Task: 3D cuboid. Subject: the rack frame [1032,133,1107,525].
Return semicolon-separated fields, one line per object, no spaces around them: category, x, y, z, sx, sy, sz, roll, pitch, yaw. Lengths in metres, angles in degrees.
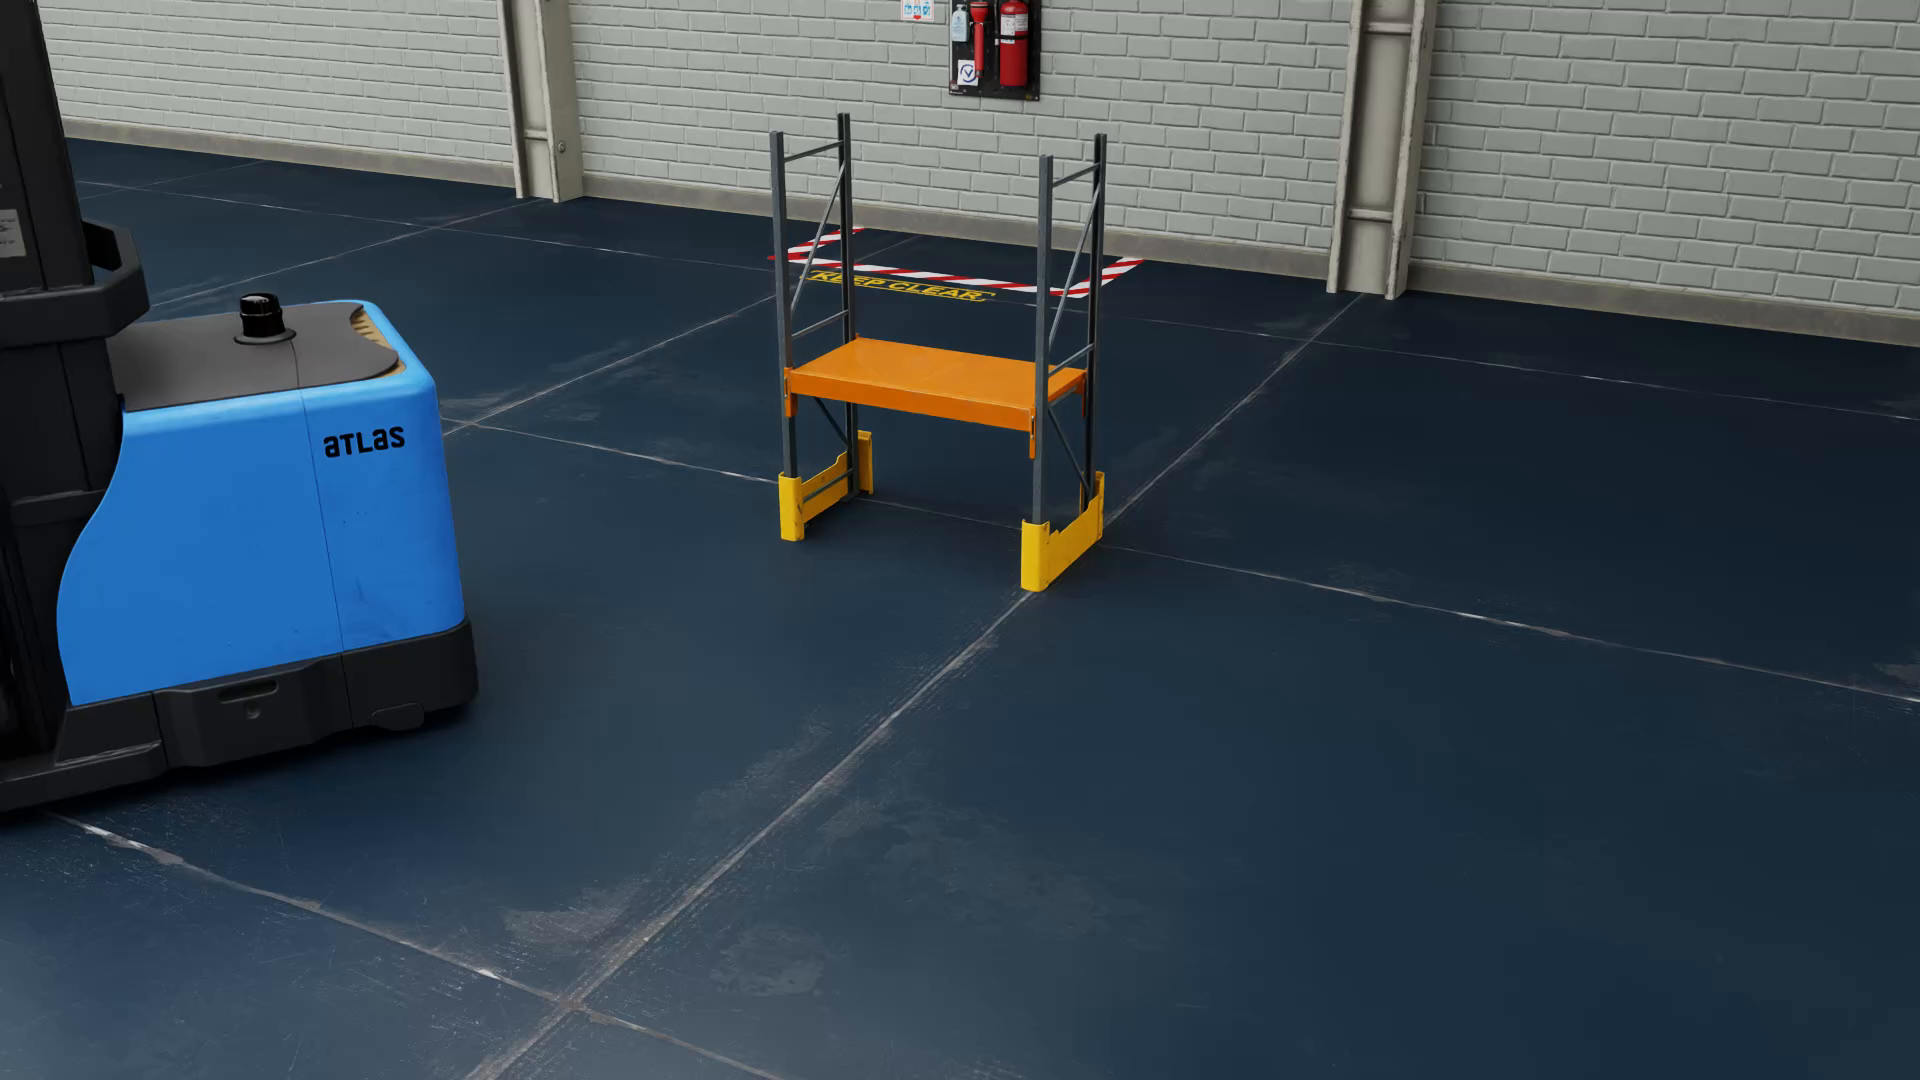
rack frame;0.378;-0.615;5.781;0.032;1.500;0.500;11;25;25

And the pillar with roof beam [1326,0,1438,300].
pillar with roof beam;0.423;-4.092;4.375;0.400;9.000;9.100;11;25;25

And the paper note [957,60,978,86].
paper note;0.050;-2.935;10.444;0.142;0.148;0.016;11;25;25

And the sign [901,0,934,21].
sign;-0.270;-3.435;10.449;0.234;0.329;0.001;11;25;25

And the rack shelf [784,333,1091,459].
rack shelf;-0.076;-0.540;6.062;1.000;0.185;0.538;11;25;25

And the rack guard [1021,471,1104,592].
rack guard;0.376;-0.041;6.026;0.087;0.250;0.587;11;25;25

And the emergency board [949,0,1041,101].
emergency board;0.177;-3.285;10.142;0.643;1.169;0.194;11;25;25

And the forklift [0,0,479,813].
forklift;-2.995;-0.714;4.185;3.031;2.935;1.130;-12;26;-25

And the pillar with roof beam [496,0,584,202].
pillar with roof beam;-4.932;-5.152;6.866;0.400;9.000;9.100;11;25;25

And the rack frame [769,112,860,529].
rack frame;-0.530;-0.795;6.203;0.032;1.500;0.500;11;25;25

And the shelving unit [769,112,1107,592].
shelving unit;-0.068;-0.704;5.988;1.083;1.500;0.587;11;25;25

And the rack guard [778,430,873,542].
rack guard;-0.512;-0.216;6.440;0.087;0.250;0.587;11;25;25
